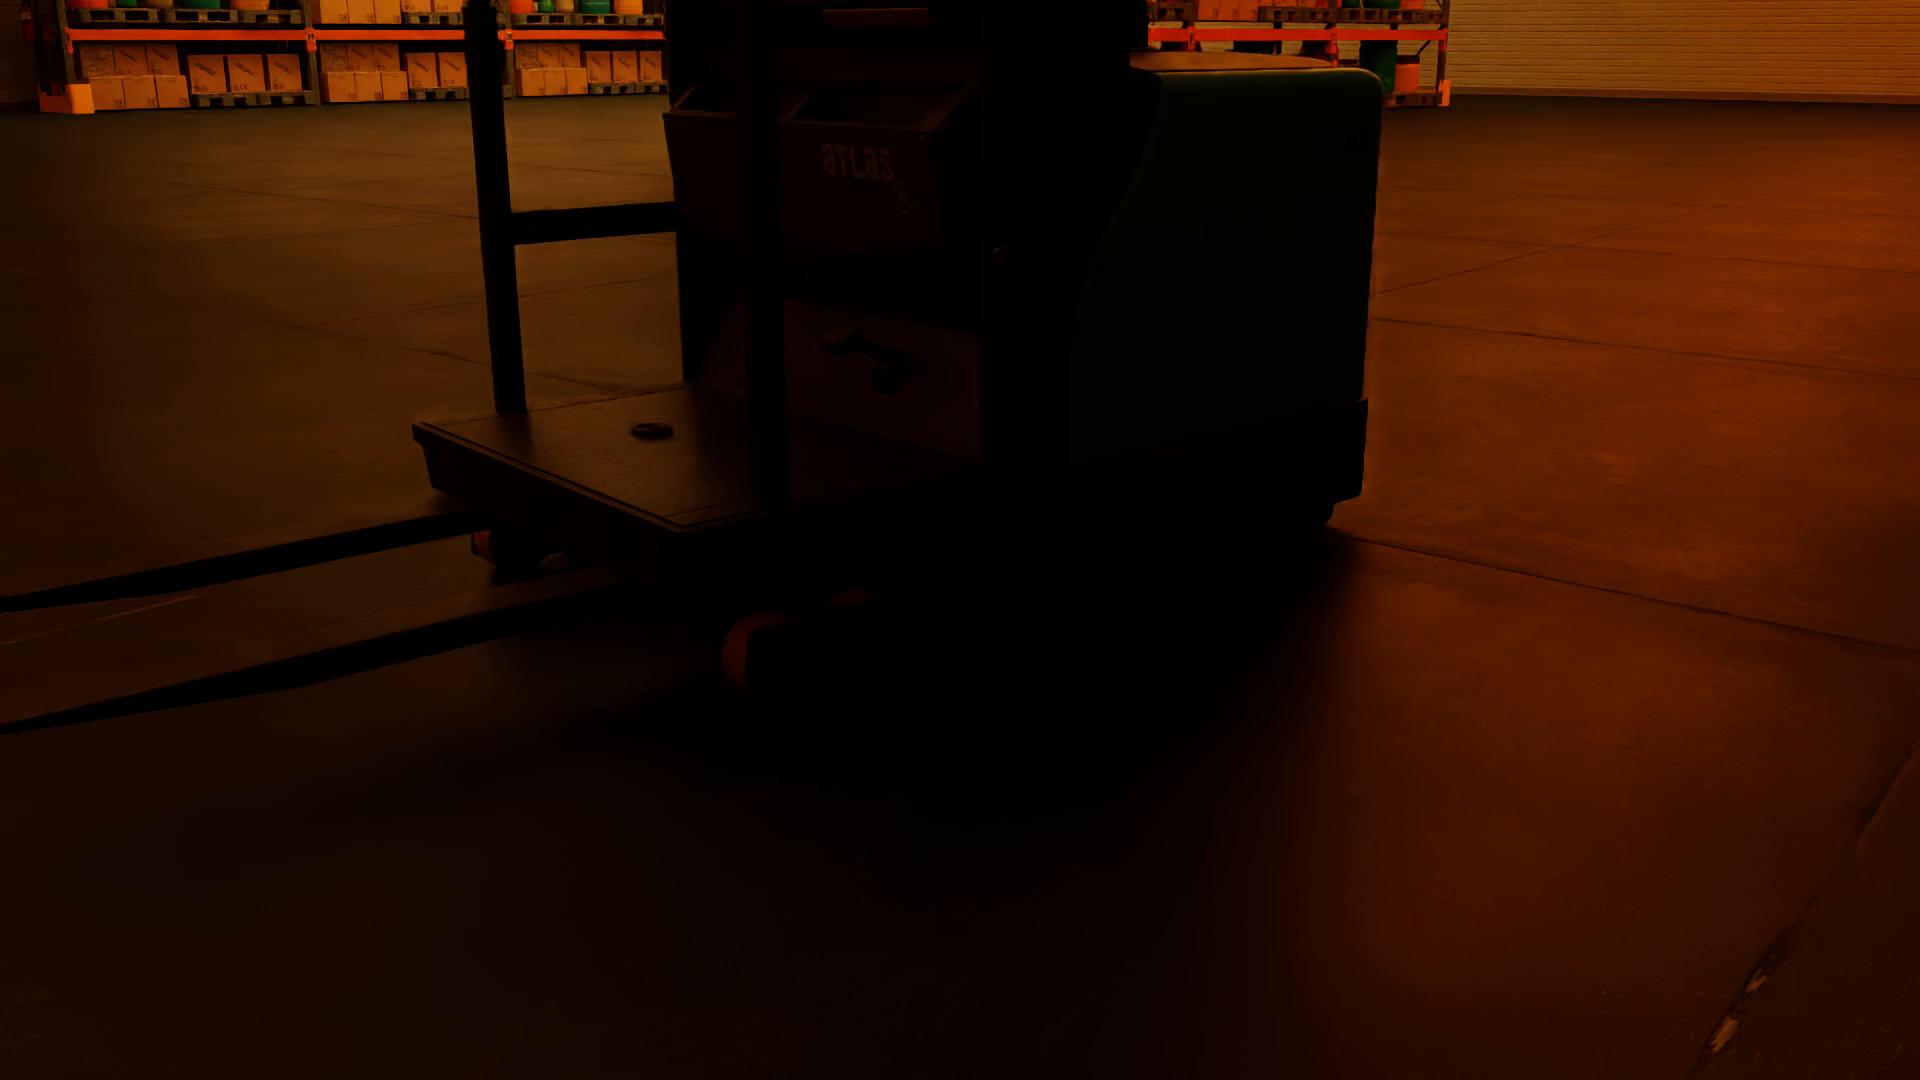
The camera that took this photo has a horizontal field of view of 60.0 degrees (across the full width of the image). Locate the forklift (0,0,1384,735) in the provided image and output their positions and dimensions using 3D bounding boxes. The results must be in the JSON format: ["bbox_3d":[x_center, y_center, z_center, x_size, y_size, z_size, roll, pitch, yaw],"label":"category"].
[{"bbox_3d":[-0.457,-1.281,3.117,3.031,2.935,1.130,-14,22,-39],"label":"forklift"}]
